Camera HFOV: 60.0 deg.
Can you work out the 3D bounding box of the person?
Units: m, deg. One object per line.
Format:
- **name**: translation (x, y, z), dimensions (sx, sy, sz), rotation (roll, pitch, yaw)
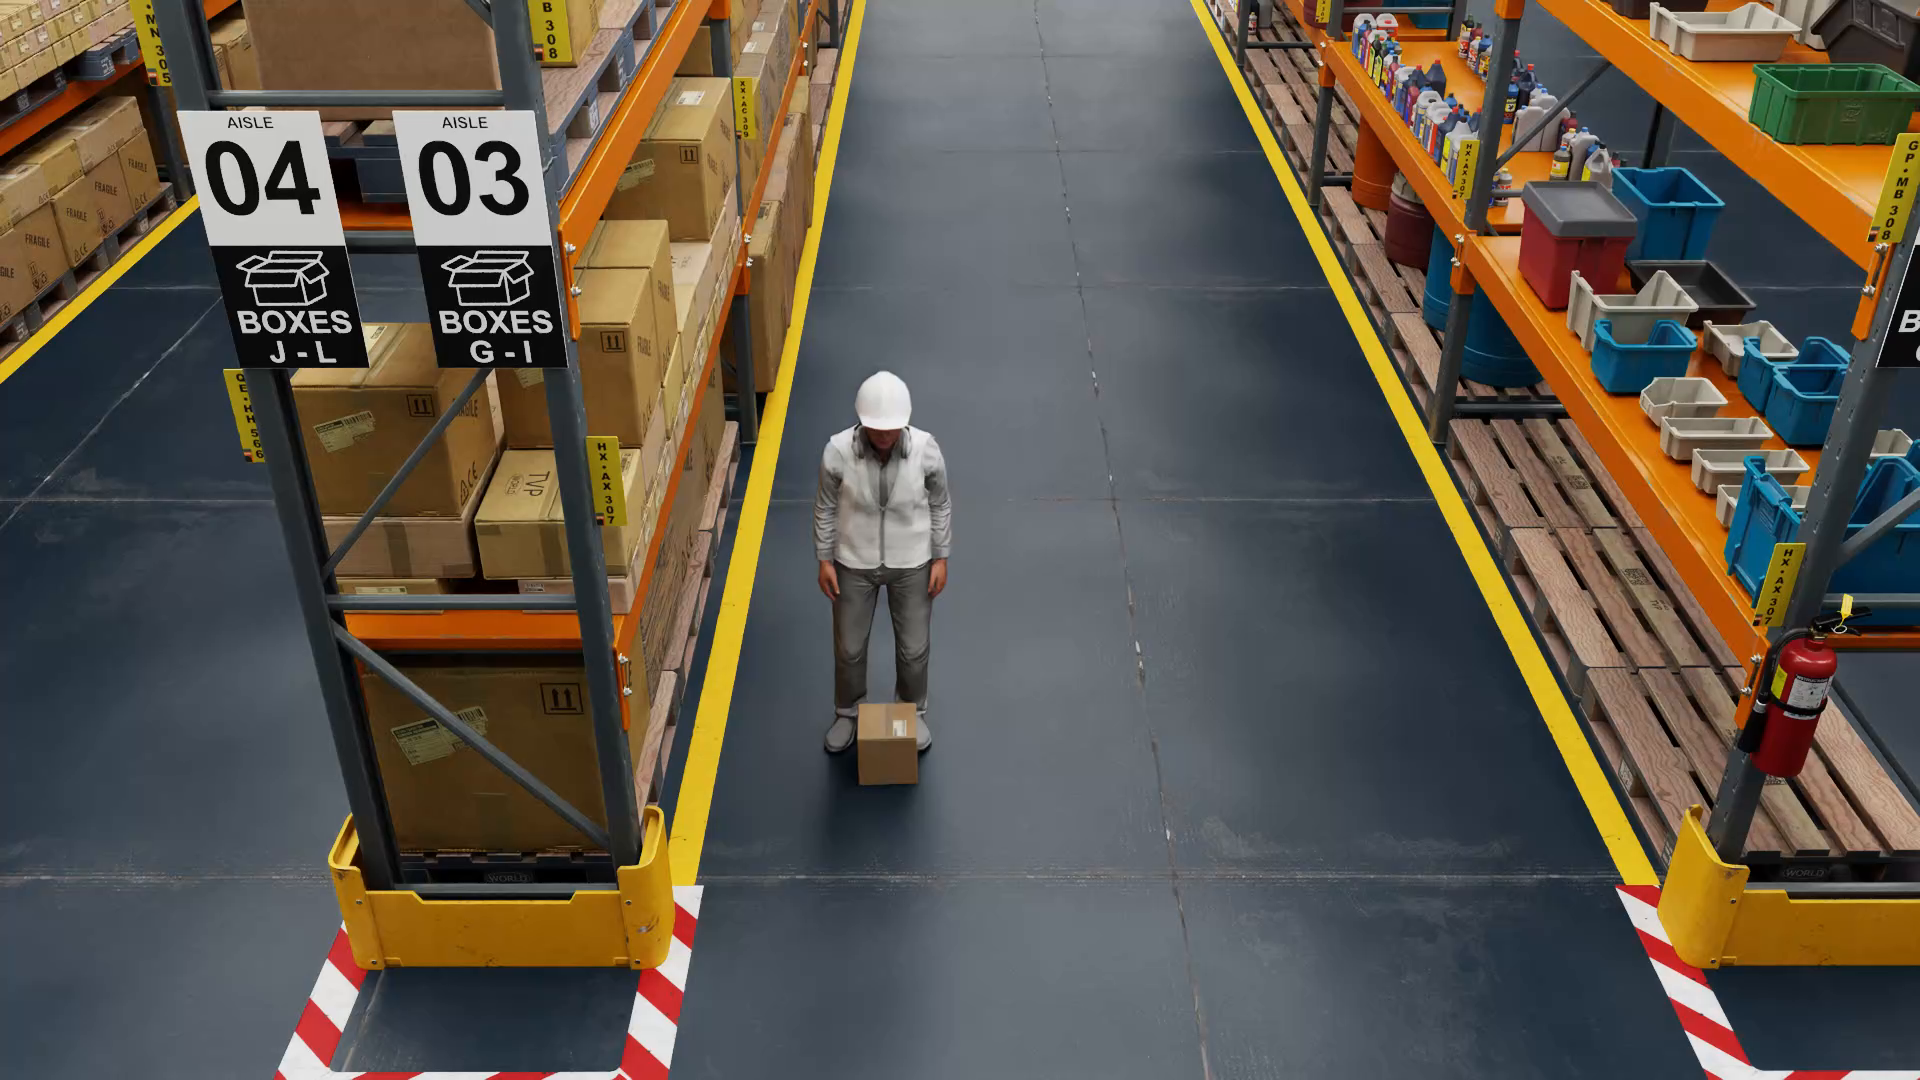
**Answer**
- **person**: translation (-0.317, 0.089, 6.965), dimensions (0.578, 1.769, 0.466), rotation (-1, 31, -2)
